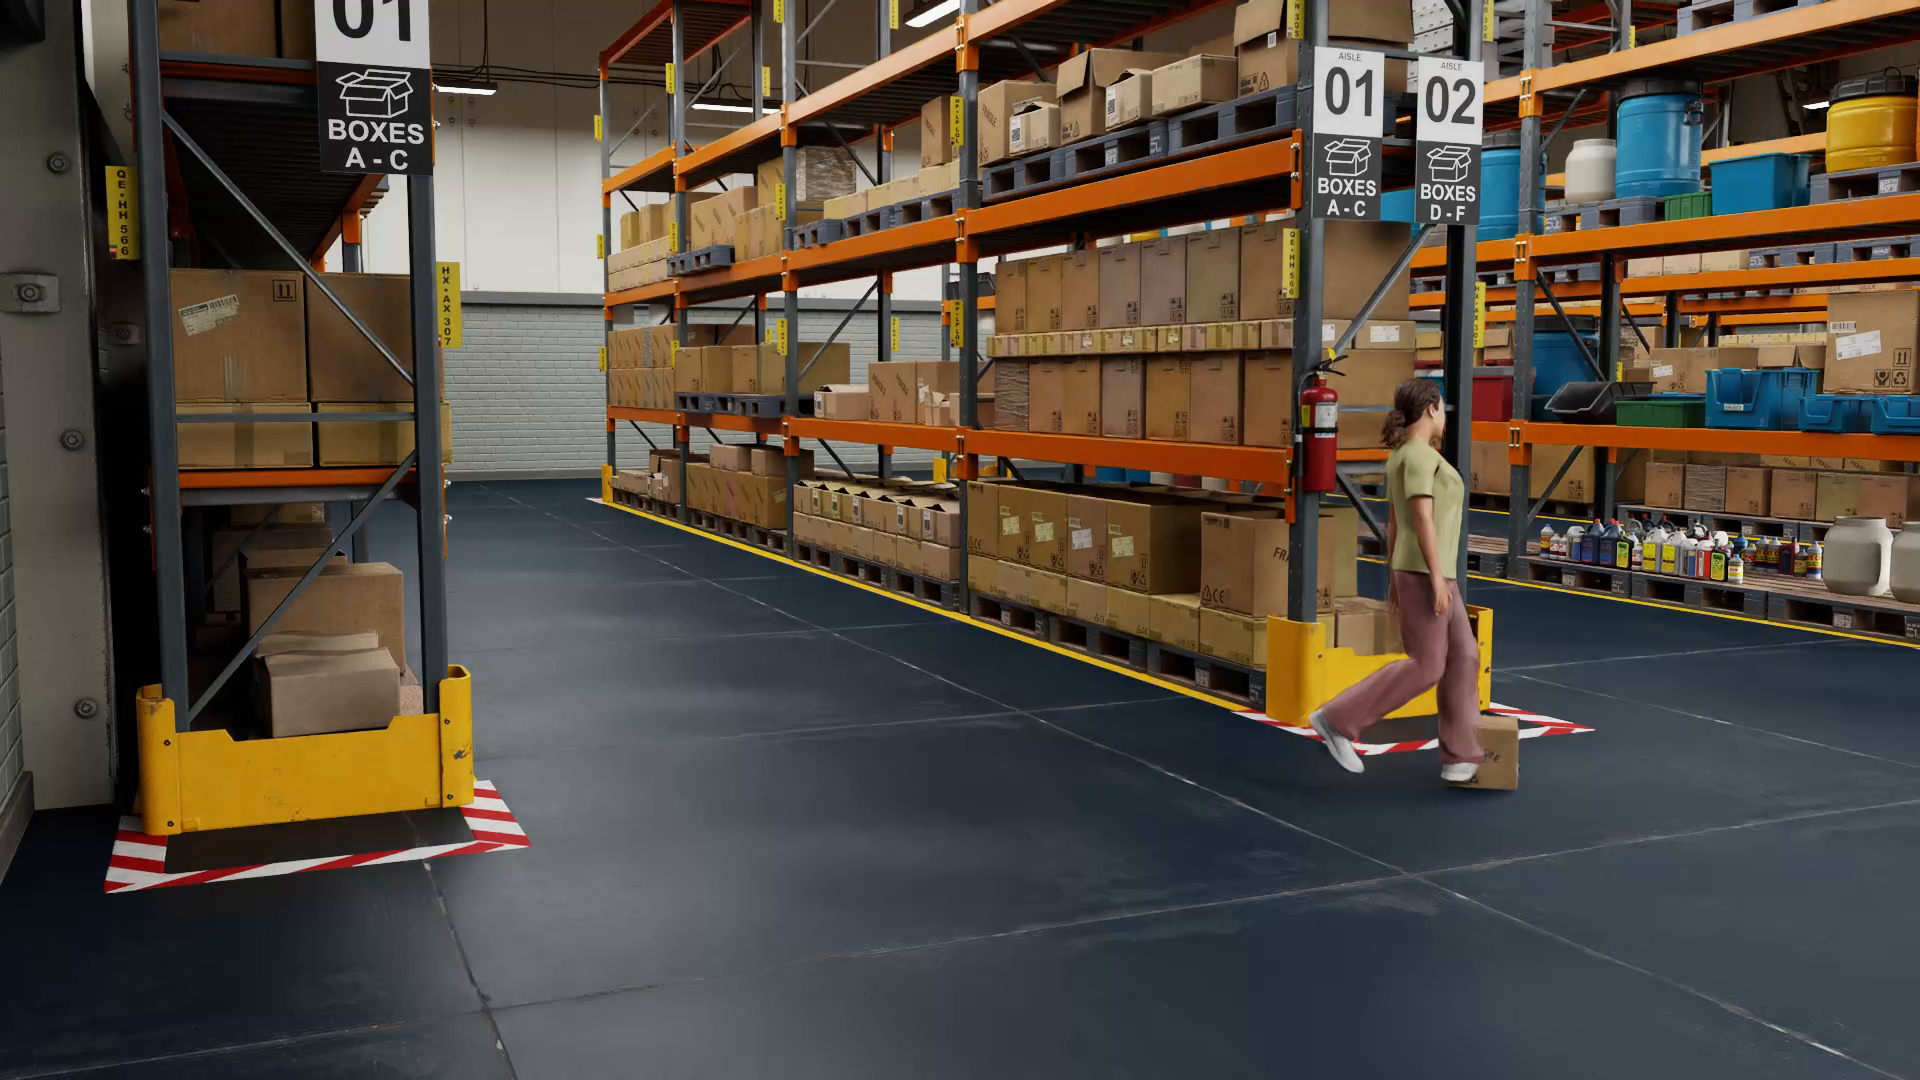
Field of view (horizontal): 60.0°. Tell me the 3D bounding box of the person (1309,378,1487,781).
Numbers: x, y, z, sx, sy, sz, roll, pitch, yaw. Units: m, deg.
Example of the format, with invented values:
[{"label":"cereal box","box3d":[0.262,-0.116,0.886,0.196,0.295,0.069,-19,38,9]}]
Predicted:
[{"label":"person","box3d":[1.855,0.157,6.780,0.839,1.630,0.502,1,6,9]}]
